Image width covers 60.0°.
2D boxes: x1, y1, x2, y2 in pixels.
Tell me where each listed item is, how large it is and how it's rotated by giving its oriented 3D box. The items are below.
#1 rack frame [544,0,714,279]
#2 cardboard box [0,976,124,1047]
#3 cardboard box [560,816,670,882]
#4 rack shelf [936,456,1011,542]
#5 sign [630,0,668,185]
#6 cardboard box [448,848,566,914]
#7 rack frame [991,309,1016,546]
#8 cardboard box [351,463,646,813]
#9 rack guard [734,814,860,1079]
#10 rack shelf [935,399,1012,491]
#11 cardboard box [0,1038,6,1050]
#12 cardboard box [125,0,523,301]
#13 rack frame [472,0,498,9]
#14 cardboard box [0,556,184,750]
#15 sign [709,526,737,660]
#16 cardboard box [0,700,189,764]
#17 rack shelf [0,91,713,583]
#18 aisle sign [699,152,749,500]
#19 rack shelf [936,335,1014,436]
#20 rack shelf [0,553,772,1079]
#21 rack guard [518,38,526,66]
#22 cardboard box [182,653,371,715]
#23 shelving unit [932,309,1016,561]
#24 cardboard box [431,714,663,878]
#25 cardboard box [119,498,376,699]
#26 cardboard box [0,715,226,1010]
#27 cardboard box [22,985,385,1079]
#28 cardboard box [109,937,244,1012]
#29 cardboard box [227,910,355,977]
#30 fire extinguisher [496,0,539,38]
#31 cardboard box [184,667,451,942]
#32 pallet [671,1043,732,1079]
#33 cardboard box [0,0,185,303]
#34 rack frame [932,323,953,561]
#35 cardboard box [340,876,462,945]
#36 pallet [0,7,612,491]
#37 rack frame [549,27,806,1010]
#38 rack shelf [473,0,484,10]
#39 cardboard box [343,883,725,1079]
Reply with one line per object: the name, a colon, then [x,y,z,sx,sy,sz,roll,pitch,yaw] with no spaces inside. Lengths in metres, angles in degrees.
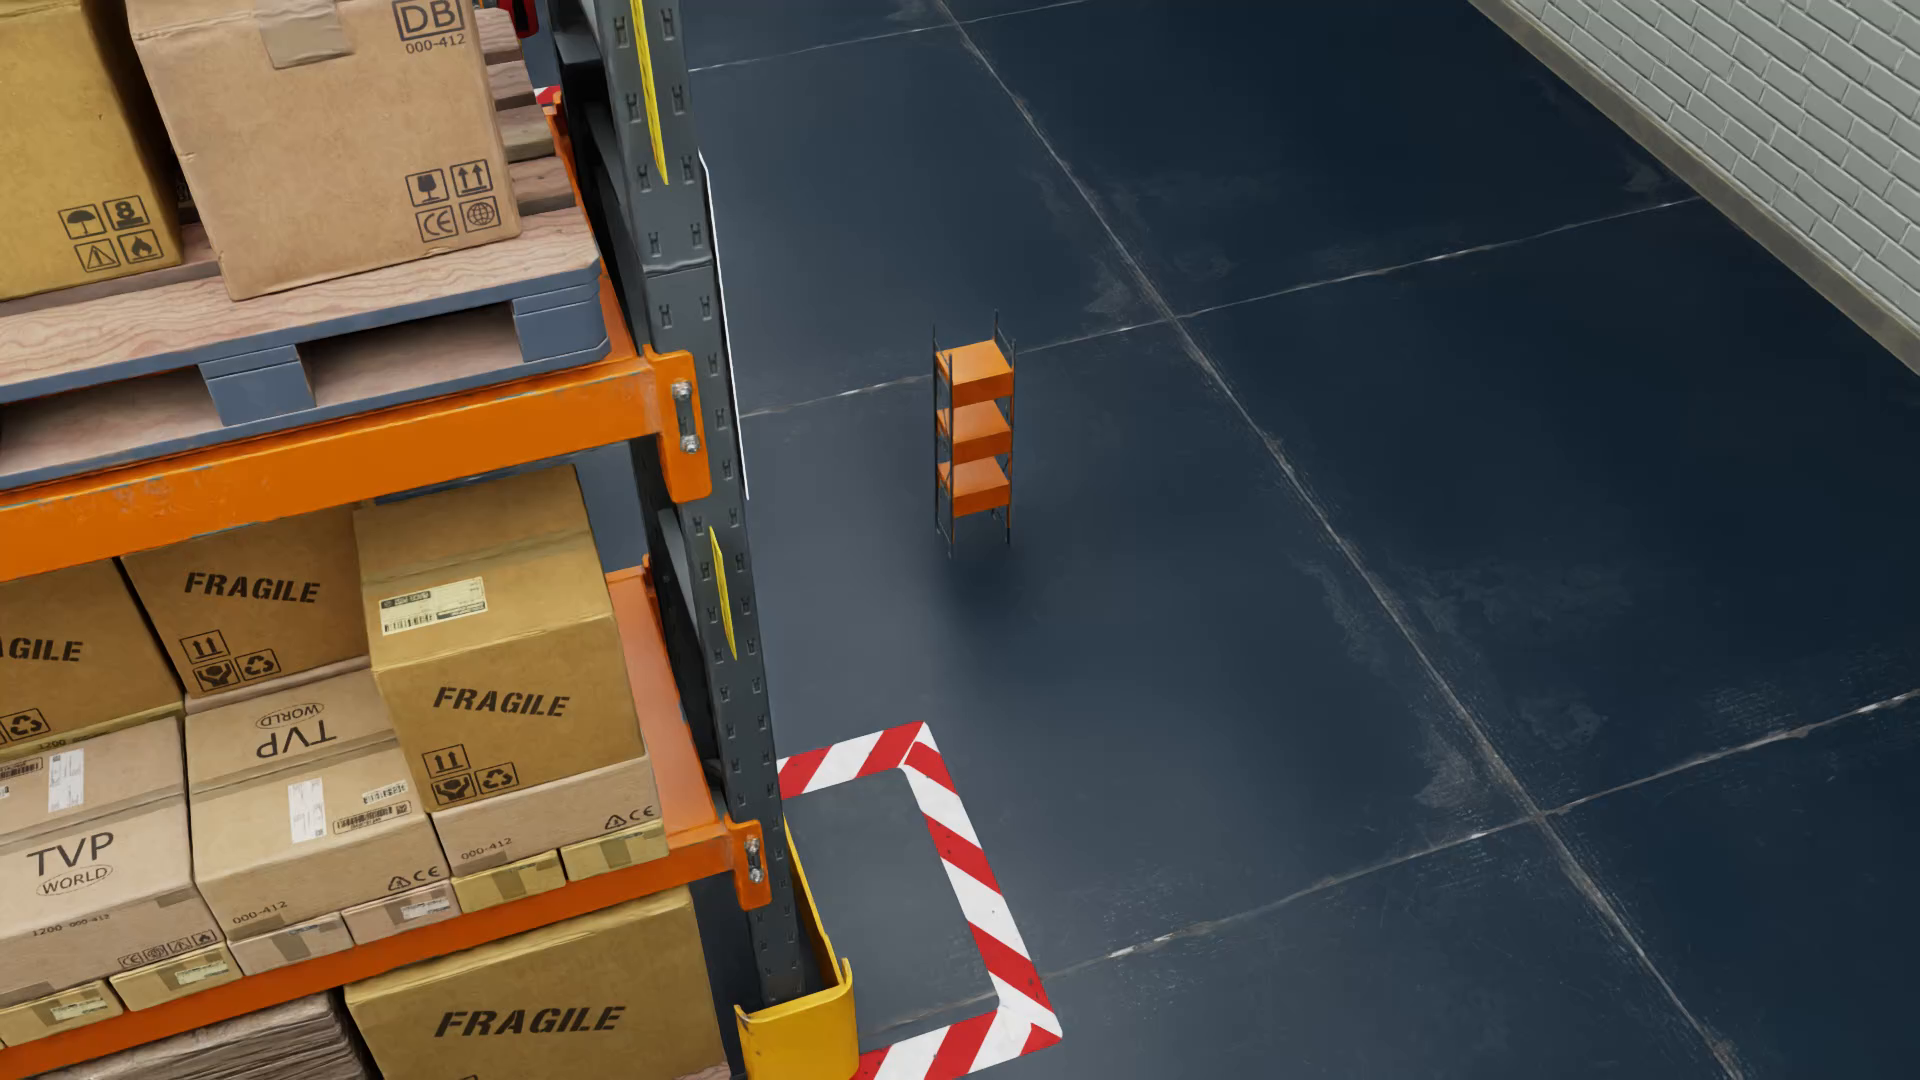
rack frame: [-0.674,-1.875,2.266,0.127,3.000,1.000,-14,47,-14]
cardboard box: [-2.102,0.945,3.867,0.250,0.149,0.380,-14,47,-14]
cardboard box: [-0.898,0.636,4.176,0.250,0.149,0.380,-14,47,-13]
rack shelf: [0.050,-0.180,6.595,0.240,0.259,0.215,-14,47,-14]
sign: [-0.503,-0.736,2.679,0.005,0.325,0.100,-14,47,-14]
cardboard box: [-1.142,0.700,4.112,0.250,0.149,0.380,-14,47,-13]
rack frame: [0.165,-0.413,6.420,0.008,1.050,0.200,-14,47,-14]
cardboard box: [-1.043,0.218,3.782,0.500,0.500,0.500,-14,47,-13]
rack guard: [-0.652,1.119,5.282,0.348,0.500,1.175,-14,47,-14]
rack shelf: [0.050,-0.376,6.398,0.240,0.259,0.215,-14,47,-14]
cardboard box: [-2.335,1.003,3.810,0.250,0.149,0.380,-13,47,-13]
cardboard box: [-1.145,-0.875,2.949,0.500,0.500,0.700,-17,48,-16]
rack frame: [-2.356,-3.057,7.679,0.127,3.000,1.000,-14,47,-14]
cardboard box: [-2.173,0.110,3.889,0.500,0.500,0.500,-16,47,-15]
sign: [-0.503,0.115,3.533,0.005,0.325,0.100,-14,47,-14]
cardboard box: [-2.178,0.374,4.156,0.500,0.250,0.500,-16,47,-15]
rack shelf: [-2.556,-0.082,3.104,4.000,0.370,1.077,-14,47,-14]
aisle sign: [-0.505,-0.493,3.288,0.004,0.787,0.394,-14,47,-14]
rack shelf: [0.050,-0.576,6.197,0.240,0.259,0.215,-14,47,-14]
rack shelf: [-2.556,0.977,4.166,4.000,0.370,1.077,-14,47,-14]
rack guard: [-2.338,-2.189,8.579,0.348,0.500,1.175,-14,47,-14]
cardboard box: [-1.704,0.255,4.274,0.500,0.250,0.500,-15,47,-14]
shelving unit: [0.050,-0.383,6.391,0.252,1.050,0.215,-14,47,-14]
cardboard box: [-1.040,0.484,4.046,0.500,0.250,0.500,-15,47,-14]
cardboard box: [-1.688,-0.019,4.017,0.500,0.500,0.500,-15,47,-15]
cardboard box: [-1.996,0.728,3.803,0.500,0.250,0.500,-16,47,-15]
cardboard box: [-2.105,1.270,4.570,0.875,0.875,0.875,-14,47,-14]
cardboard box: [-1.858,0.883,3.930,0.250,0.149,0.380,-15,47,-15]
cardboard box: [-1.614,0.819,3.993,0.250,0.149,0.380,-14,47,-13]
fire extinguisher: [-2.060,-2.632,7.573,0.183,0.674,0.296,-14,47,-14]
cardboard box: [-1.518,0.605,3.925,0.500,0.250,0.500,-15,47,-15]
pallet: [-1.400,1.471,5.135,1.213,0.211,1.003,-14,47,-14]
cardboard box: [-1.716,-0.820,2.894,0.500,0.500,0.700,-16,47,-15]
rack frame: [-0.064,-0.354,6.362,0.008,1.050,0.200,-14,47,-14]
cardboard box: [-1.379,0.760,4.053,0.250,0.149,0.380,-14,47,-14]
pallet: [-1.369,-0.600,3.175,1.213,0.211,1.003,-14,47,-14]
rack frame: [-0.674,0.242,4.391,0.127,3.000,1.000,-14,47,-14]
rack shelf: [-4.237,-2.322,7.455,4.000,0.370,1.077,-14,47,-14]
cardboard box: [-1.249,1.051,4.788,0.875,0.875,0.875,-14,47,-14]
